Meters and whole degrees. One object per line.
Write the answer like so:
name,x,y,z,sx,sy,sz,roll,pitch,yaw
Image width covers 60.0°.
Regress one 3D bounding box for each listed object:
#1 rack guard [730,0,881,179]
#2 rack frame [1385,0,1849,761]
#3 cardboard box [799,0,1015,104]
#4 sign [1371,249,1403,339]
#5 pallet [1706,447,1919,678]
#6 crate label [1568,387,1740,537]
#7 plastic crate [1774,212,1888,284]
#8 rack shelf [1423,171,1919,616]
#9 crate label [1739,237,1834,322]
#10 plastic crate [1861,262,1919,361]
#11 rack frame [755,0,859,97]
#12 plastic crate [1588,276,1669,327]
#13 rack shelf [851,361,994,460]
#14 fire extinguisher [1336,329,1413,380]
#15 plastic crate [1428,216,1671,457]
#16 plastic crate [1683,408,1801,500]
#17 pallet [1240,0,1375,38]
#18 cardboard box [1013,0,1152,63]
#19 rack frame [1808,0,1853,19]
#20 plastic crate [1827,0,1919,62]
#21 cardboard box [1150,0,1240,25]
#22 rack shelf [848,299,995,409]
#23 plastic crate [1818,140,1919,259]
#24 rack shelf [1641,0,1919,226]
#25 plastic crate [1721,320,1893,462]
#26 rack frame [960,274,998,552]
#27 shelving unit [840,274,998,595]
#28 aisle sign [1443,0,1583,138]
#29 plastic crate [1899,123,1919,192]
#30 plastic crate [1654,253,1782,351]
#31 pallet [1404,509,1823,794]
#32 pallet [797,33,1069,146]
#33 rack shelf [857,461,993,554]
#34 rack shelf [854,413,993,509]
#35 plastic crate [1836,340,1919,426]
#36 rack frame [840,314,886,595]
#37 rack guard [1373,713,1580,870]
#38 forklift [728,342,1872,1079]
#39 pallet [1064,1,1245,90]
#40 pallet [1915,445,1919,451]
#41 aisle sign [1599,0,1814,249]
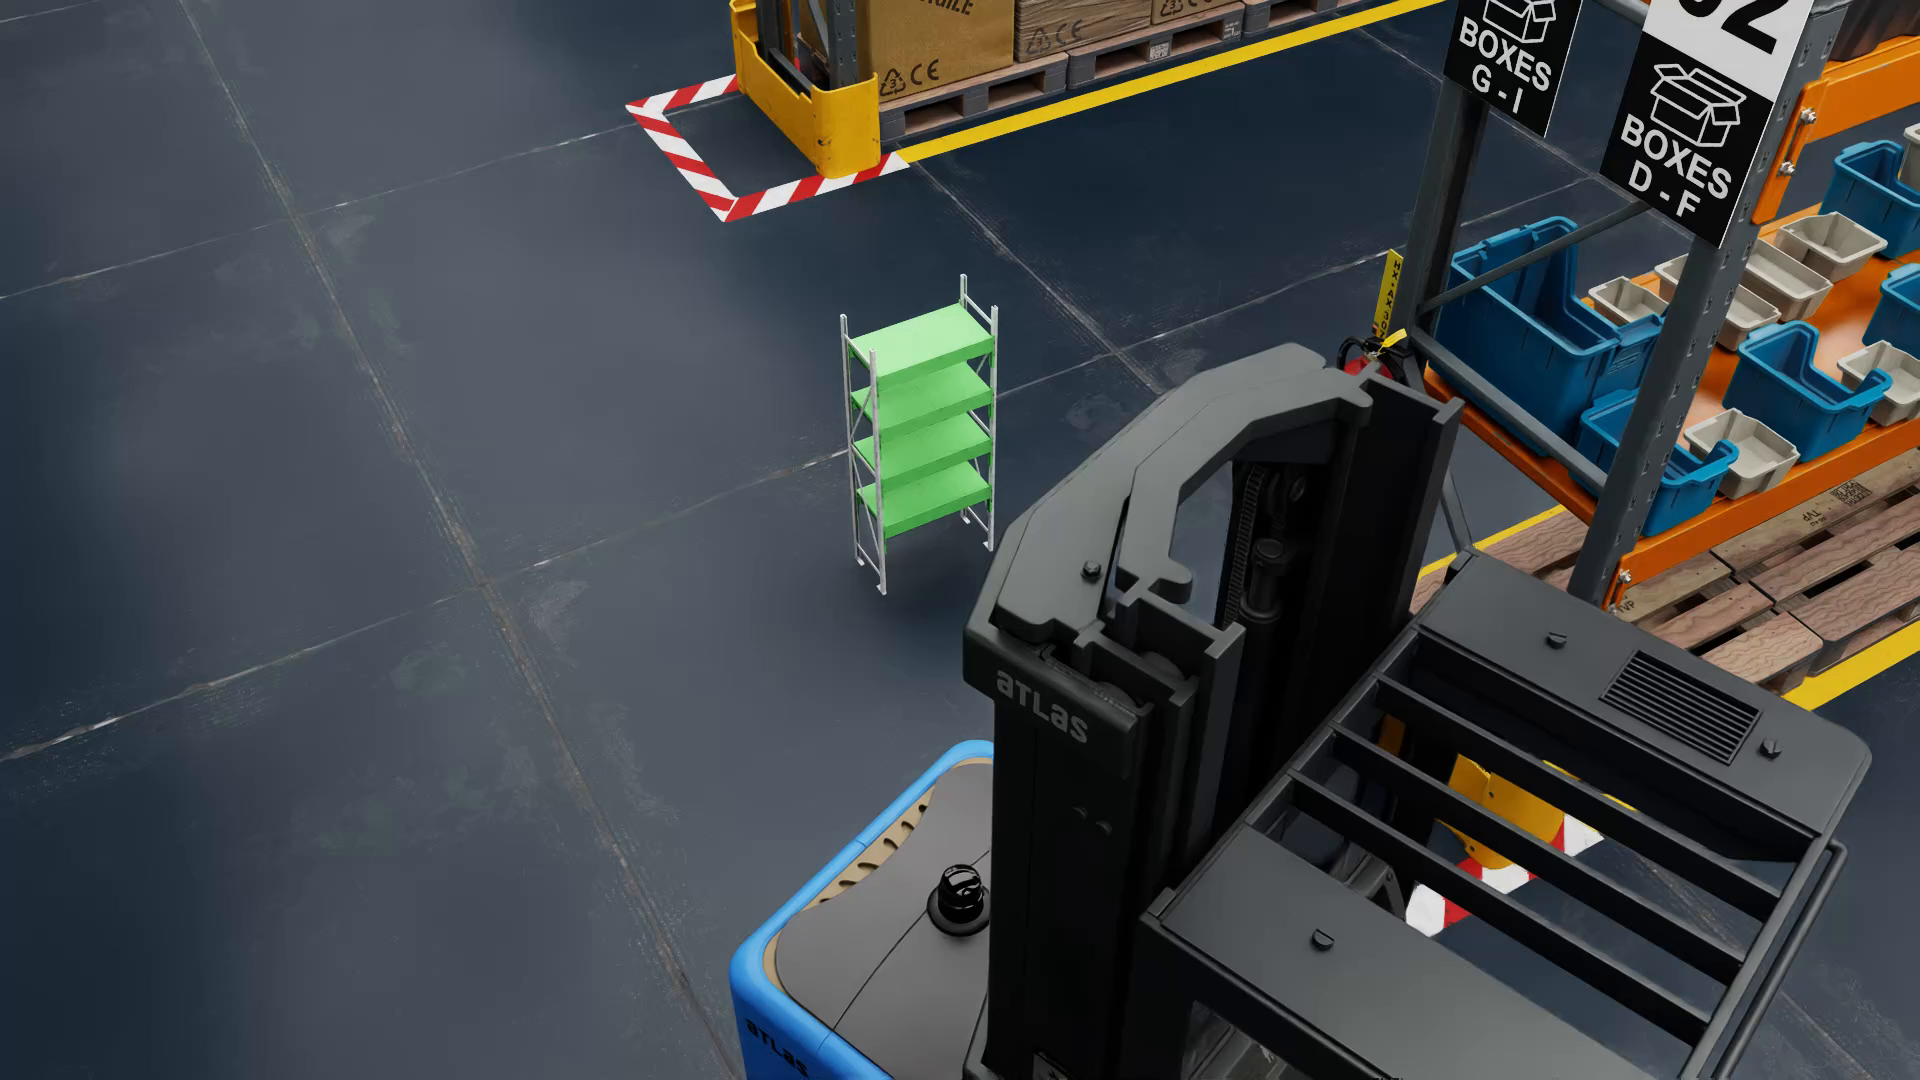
rack guard,-0.836,-2.462,8.928,0.348,0.500,1.175,-22,48,-21
rack frame,1.652,-0.377,4.984,0.127,3.000,1.000,-22,48,-21
cardboard box,-0.300,-3.026,8.939,0.875,0.875,0.875,-22,48,-21
sign,1.364,-0.762,5.264,0.005,0.325,0.100,-22,48,-21
pallet,3.443,-0.059,6.659,1.213,0.211,1.003,-22,48,-21
crate label,2.030,-0.225,4.905,0.303,0.233,0.416,-22,48,-21
plastic crate,3.004,-1.013,5.786,0.250,0.136,0.298,-22,48,-21
rack shelf,3.386,-0.812,5.950,4.000,0.370,1.077,-22,48,-21
crate label,2.757,-0.899,5.669,0.243,0.136,0.396,-22,48,-21
plastic crate,3.172,-0.682,5.376,0.300,0.233,0.416,-22,48,-21
rack frame,-0.815,-3.368,8.066,0.127,3.000,1.000,-22,48,-21
plastic crate,2.269,-0.696,5.460,0.243,0.136,0.396,-22,48,-21
rack shelf,-0.144,-0.500,6.150,0.480,0.148,0.258,-22,48,-21
fire extinguisher,1.295,-0.437,5.370,0.183,0.674,0.296,-22,48,-21
plastic crate,1.849,-0.640,5.187,0.499,0.435,0.616,-22,48,-21
plastic crate,2.349,-0.252,5.002,0.298,0.136,0.250,-22,48,-21
pallet,1.955,-3.538,10.244,1.213,0.211,1.003,-22,48,-21
cardboard box,0.489,-3.342,9.264,0.875,0.875,0.875,-22,48,-21
rack frame,1.652,-2.530,2.895,0.127,3.000,1.000,-22,48,-21
plastic crate,2.125,-1.372,3.949,0.590,0.269,0.497,-22,48,-21
cardboard box,1.260,-3.651,9.582,0.875,0.875,0.875,-22,48,-21
rack shelf,-0.144,-0.672,5.983,0.480,0.148,0.258,-22,48,-21
plastic crate,3.305,-1.206,5.916,0.300,0.233,0.416,-22,48,-21
rack shelf,3.386,-1.889,4.905,4.000,0.370,1.077,-22,48,-21
plastic crate,2.601,-0.453,5.141,0.300,0.233,0.416,-22,48,-21
rack frame,0.068,-0.458,6.360,0.015,1.200,0.240,-22,48,-21
shelving unit,-0.144,-0.373,6.273,0.503,1.200,0.258,-22,48,-21
aisle sign,1.444,-1.462,4.236,0.004,0.787,0.394,-22,48,-21
plastic crate,3.705,-1.325,6.004,0.530,0.282,0.437,-22,48,-21
plastic crate,2.527,-0.788,5.554,0.243,0.136,0.396,-22,48,-21
pallet,2.386,0.361,6.226,1.213,0.211,1.003,-22,48,-21
pallet,-0.161,-2.692,9.372,1.213,0.211,1.003,-22,48,-21
rack shelf,-0.144,-0.155,6.485,0.480,0.148,0.258,-22,48,-21
rack shelf,-0.144,-0.327,6.317,0.480,0.148,0.258,-22,48,-21
plastic crate,2.938,-0.487,5.244,0.298,0.136,0.250,-22,48,-21
rack frame,-0.355,-0.288,6.186,0.015,1.200,0.240,-22,48,-21
rack guard,1.638,0.536,5.838,0.348,0.500,1.175,-22,48,-21
forklift,0.860,1.169,3.441,3.031,2.935,1.130,30,52,27
pallet,0.895,-3.112,9.805,1.213,0.211,1.003,-22,48,-21
pallet,4.502,-0.485,7.099,1.213,0.211,1.003,-22,48,-21
aisle sign,1.738,-1.105,3.868,0.004,0.787,0.394,-22,48,-21
